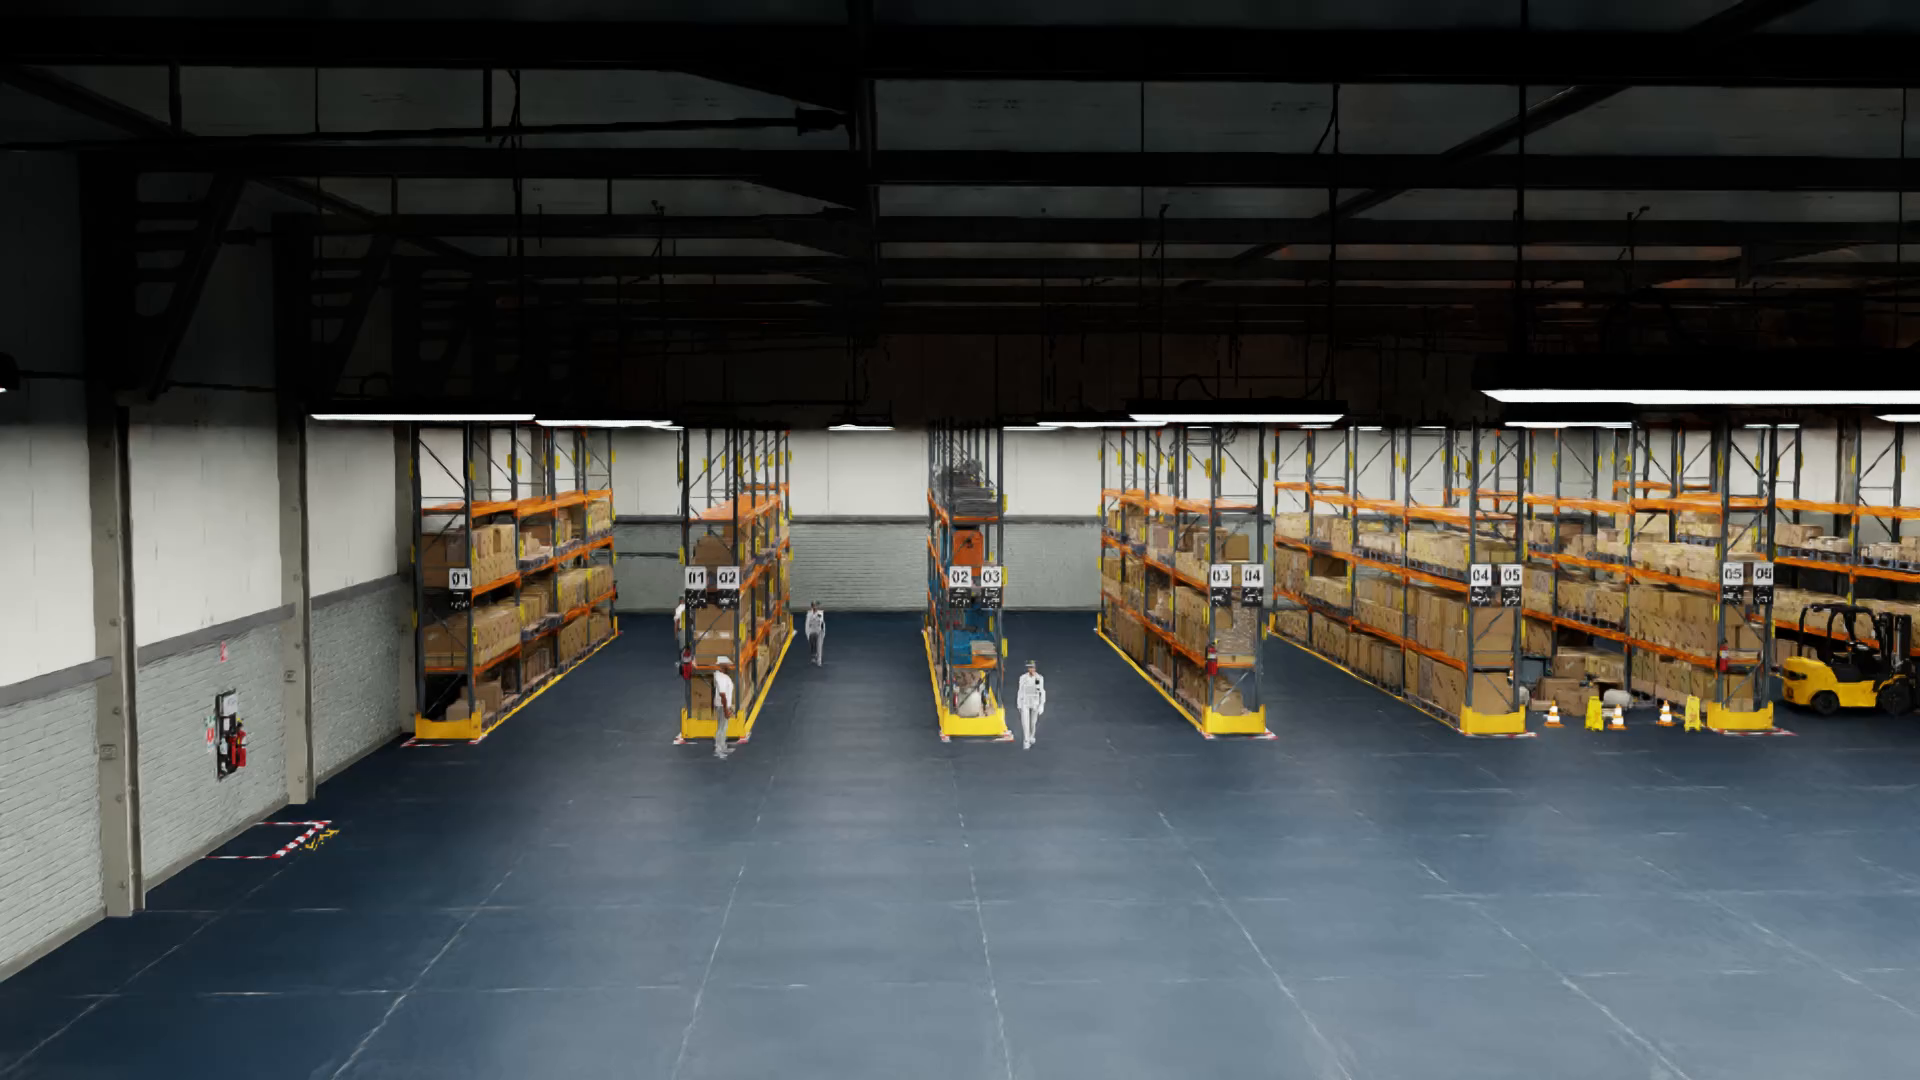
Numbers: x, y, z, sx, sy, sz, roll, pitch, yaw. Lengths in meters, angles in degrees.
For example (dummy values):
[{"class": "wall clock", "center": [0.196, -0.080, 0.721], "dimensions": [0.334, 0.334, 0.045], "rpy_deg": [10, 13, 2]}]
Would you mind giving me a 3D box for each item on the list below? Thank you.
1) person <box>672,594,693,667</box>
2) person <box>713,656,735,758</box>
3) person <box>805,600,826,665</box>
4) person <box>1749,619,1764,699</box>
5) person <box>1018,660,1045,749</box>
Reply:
[{"class": "person", "center": [-6.759, 2.195, 40.459], "dimensions": [0.584, 1.746, 0.661], "rpy_deg": [2, 4, 22]}, {"class": "person", "center": [-4.138, 2.911, 29.208], "dimensions": [0.384, 1.769, 0.608], "rpy_deg": [-1, 4, -10]}, {"class": "person", "center": [-3.555, 2.249, 40.778], "dimensions": [0.494, 1.589, 1.086], "rpy_deg": [0, 4, 0]}, {"class": "person", "center": [17.091, 2.546, 35.743], "dimensions": [0.474, 1.678, 0.498], "rpy_deg": [1, 4, 22]}, {"class": "person", "center": [1.301, 2.944, 30.092], "dimensions": [0.488, 1.590, 1.079], "rpy_deg": [0, 4, -5]}]
